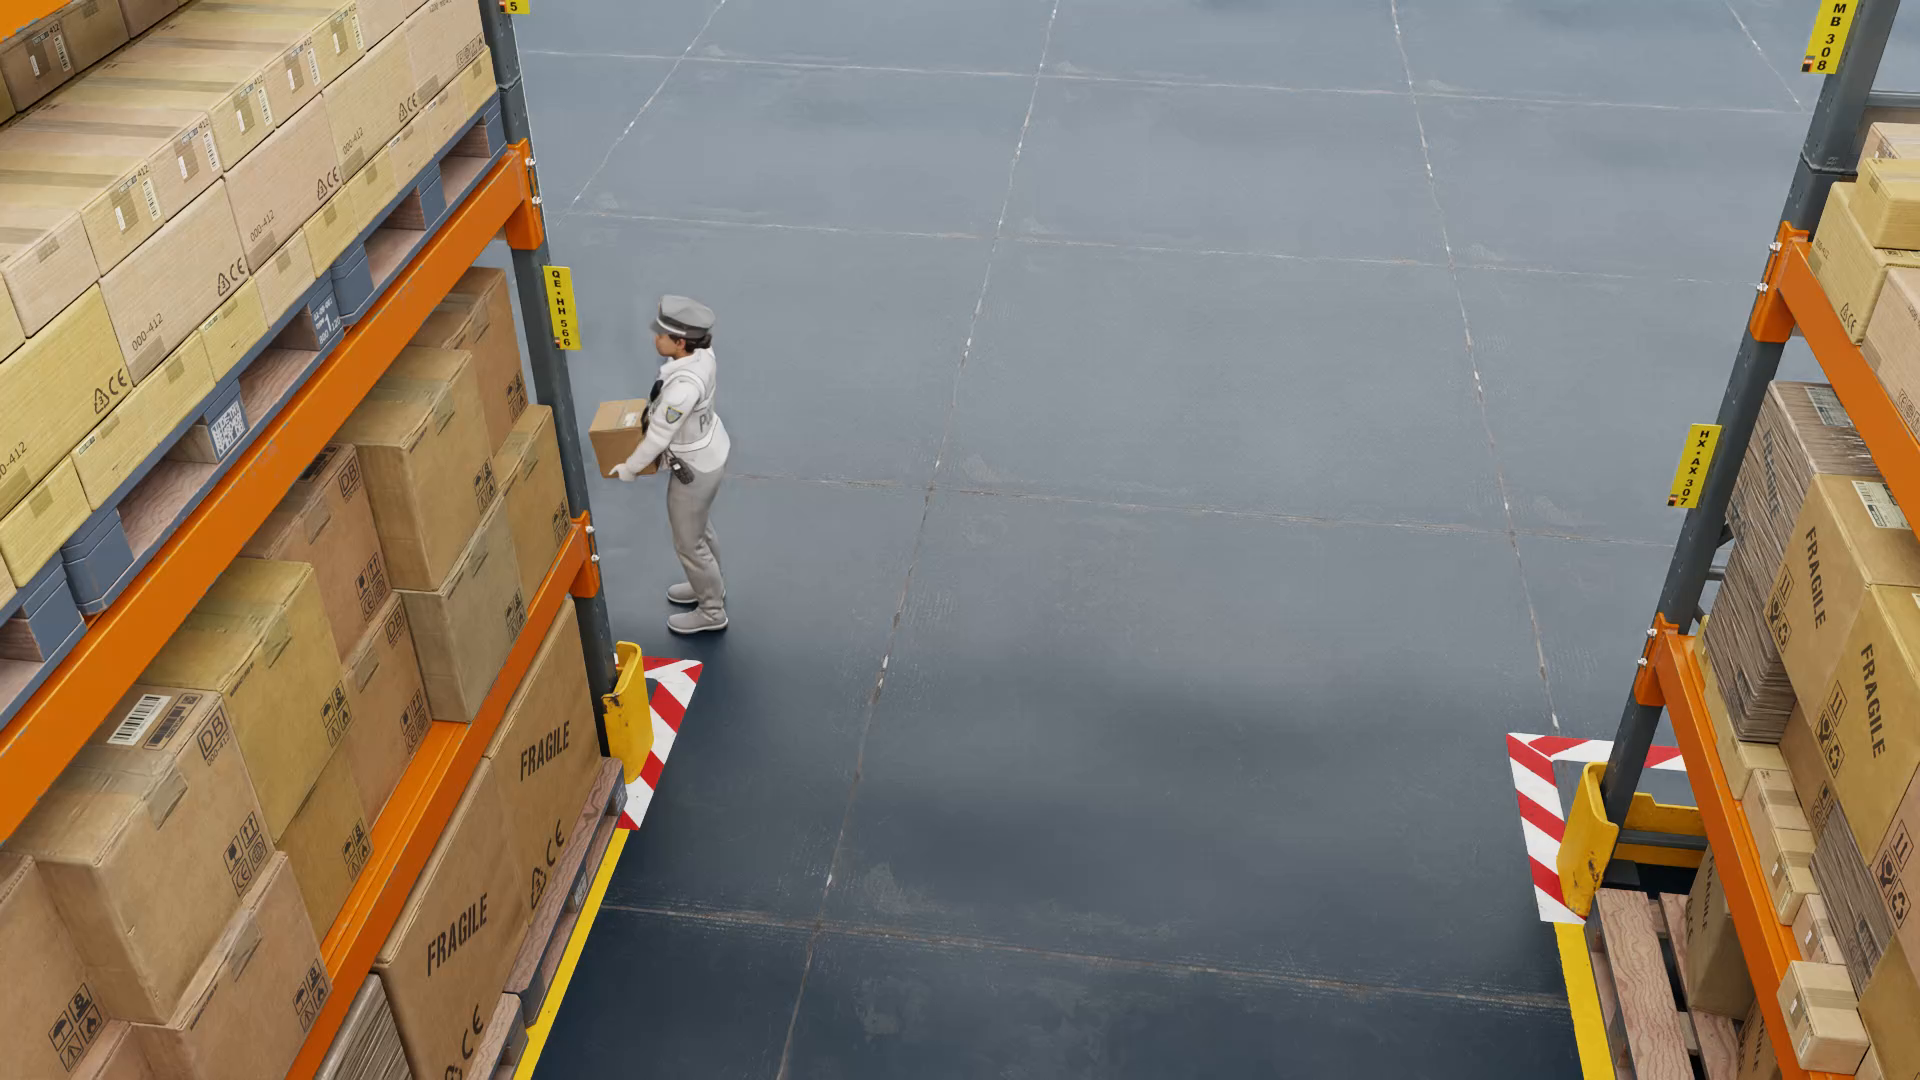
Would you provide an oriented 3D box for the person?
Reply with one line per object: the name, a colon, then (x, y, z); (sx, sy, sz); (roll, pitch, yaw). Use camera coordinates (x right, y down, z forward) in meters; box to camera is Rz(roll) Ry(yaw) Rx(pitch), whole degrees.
person: (-1.293, -0.337, 7.480); (0.515, 1.691, 0.434); (2, 36, 2)
